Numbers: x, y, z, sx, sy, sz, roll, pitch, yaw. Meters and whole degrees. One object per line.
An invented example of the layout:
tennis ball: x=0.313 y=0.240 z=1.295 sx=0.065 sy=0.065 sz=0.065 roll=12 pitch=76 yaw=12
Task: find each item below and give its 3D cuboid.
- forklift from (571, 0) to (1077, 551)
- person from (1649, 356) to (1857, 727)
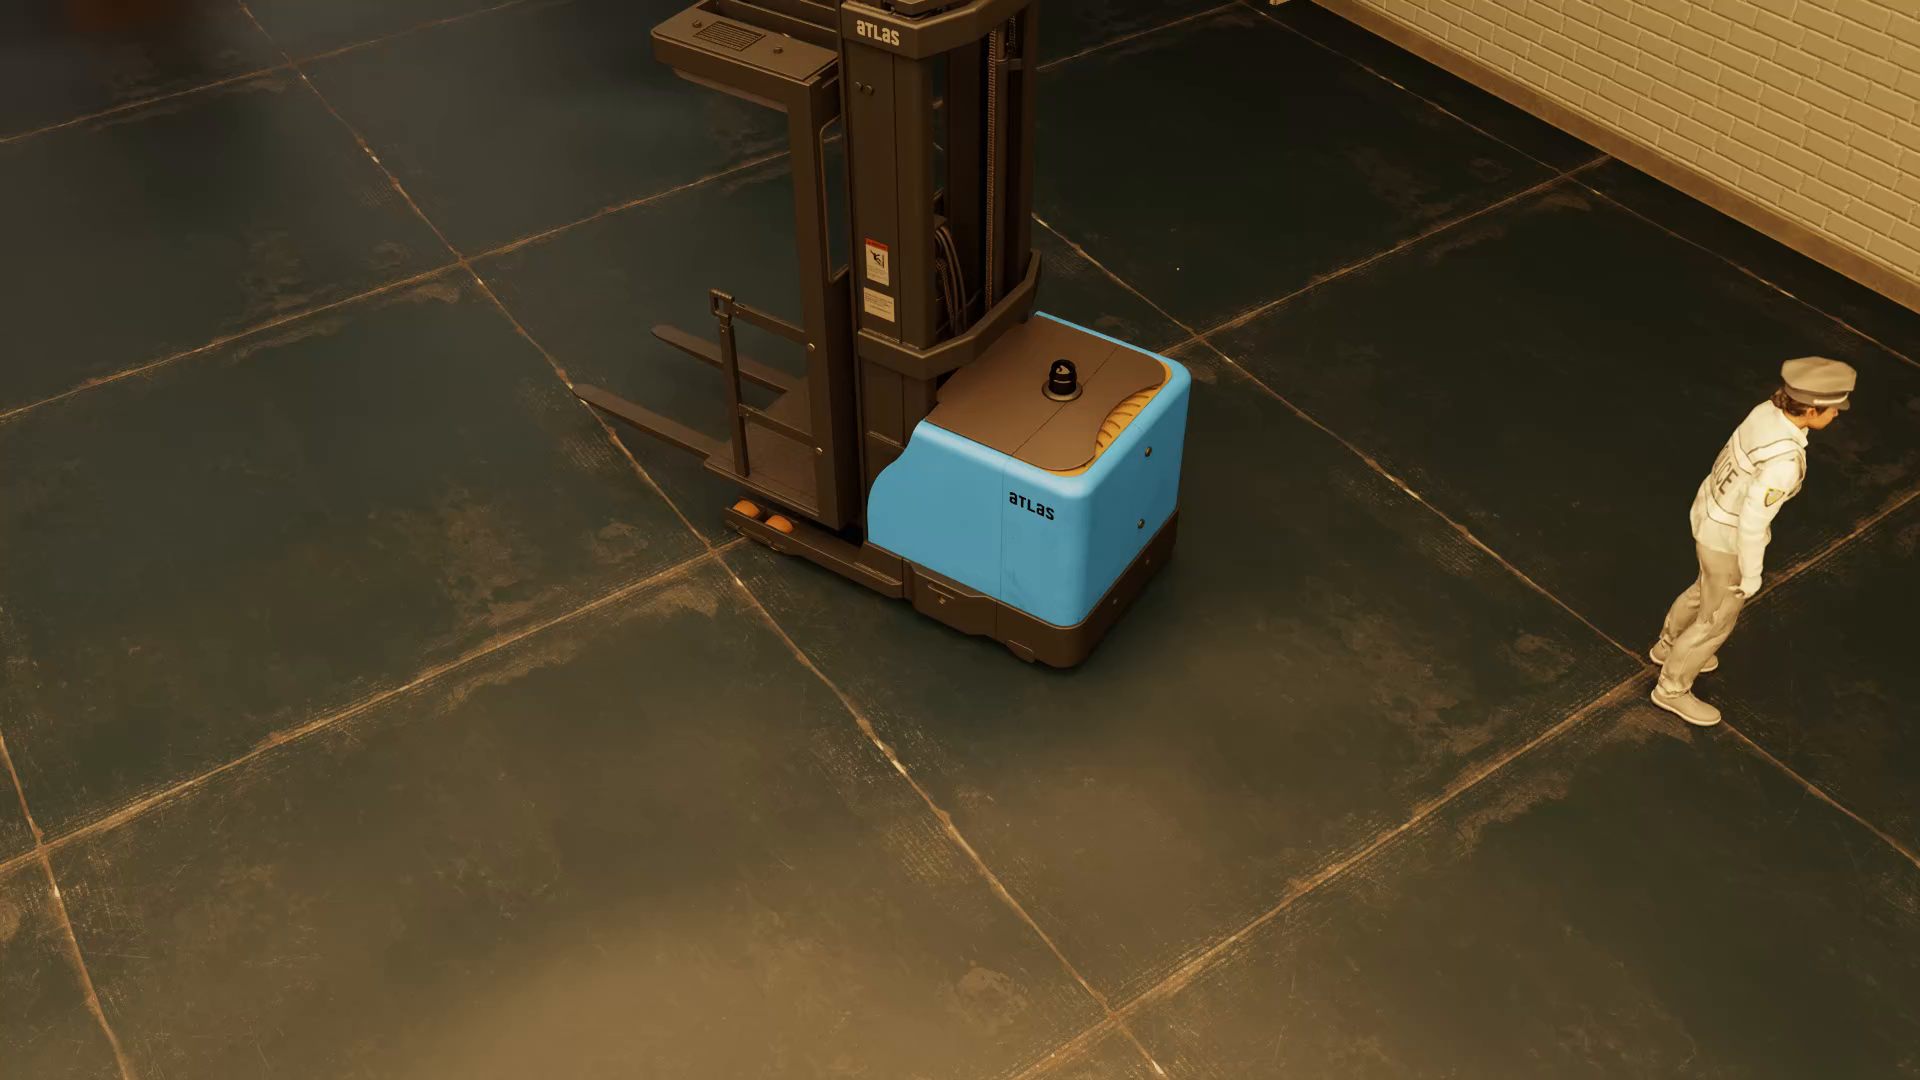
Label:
forklift: x=-0.508 y=-1.305 z=7.131 sx=3.031 sy=2.935 sz=1.121 roll=24 pitch=48 yaw=24
person: x=3.117 y=-0.014 z=6.668 sx=0.374 sy=1.664 sz=0.541 roll=11 pitch=44 yaw=12
